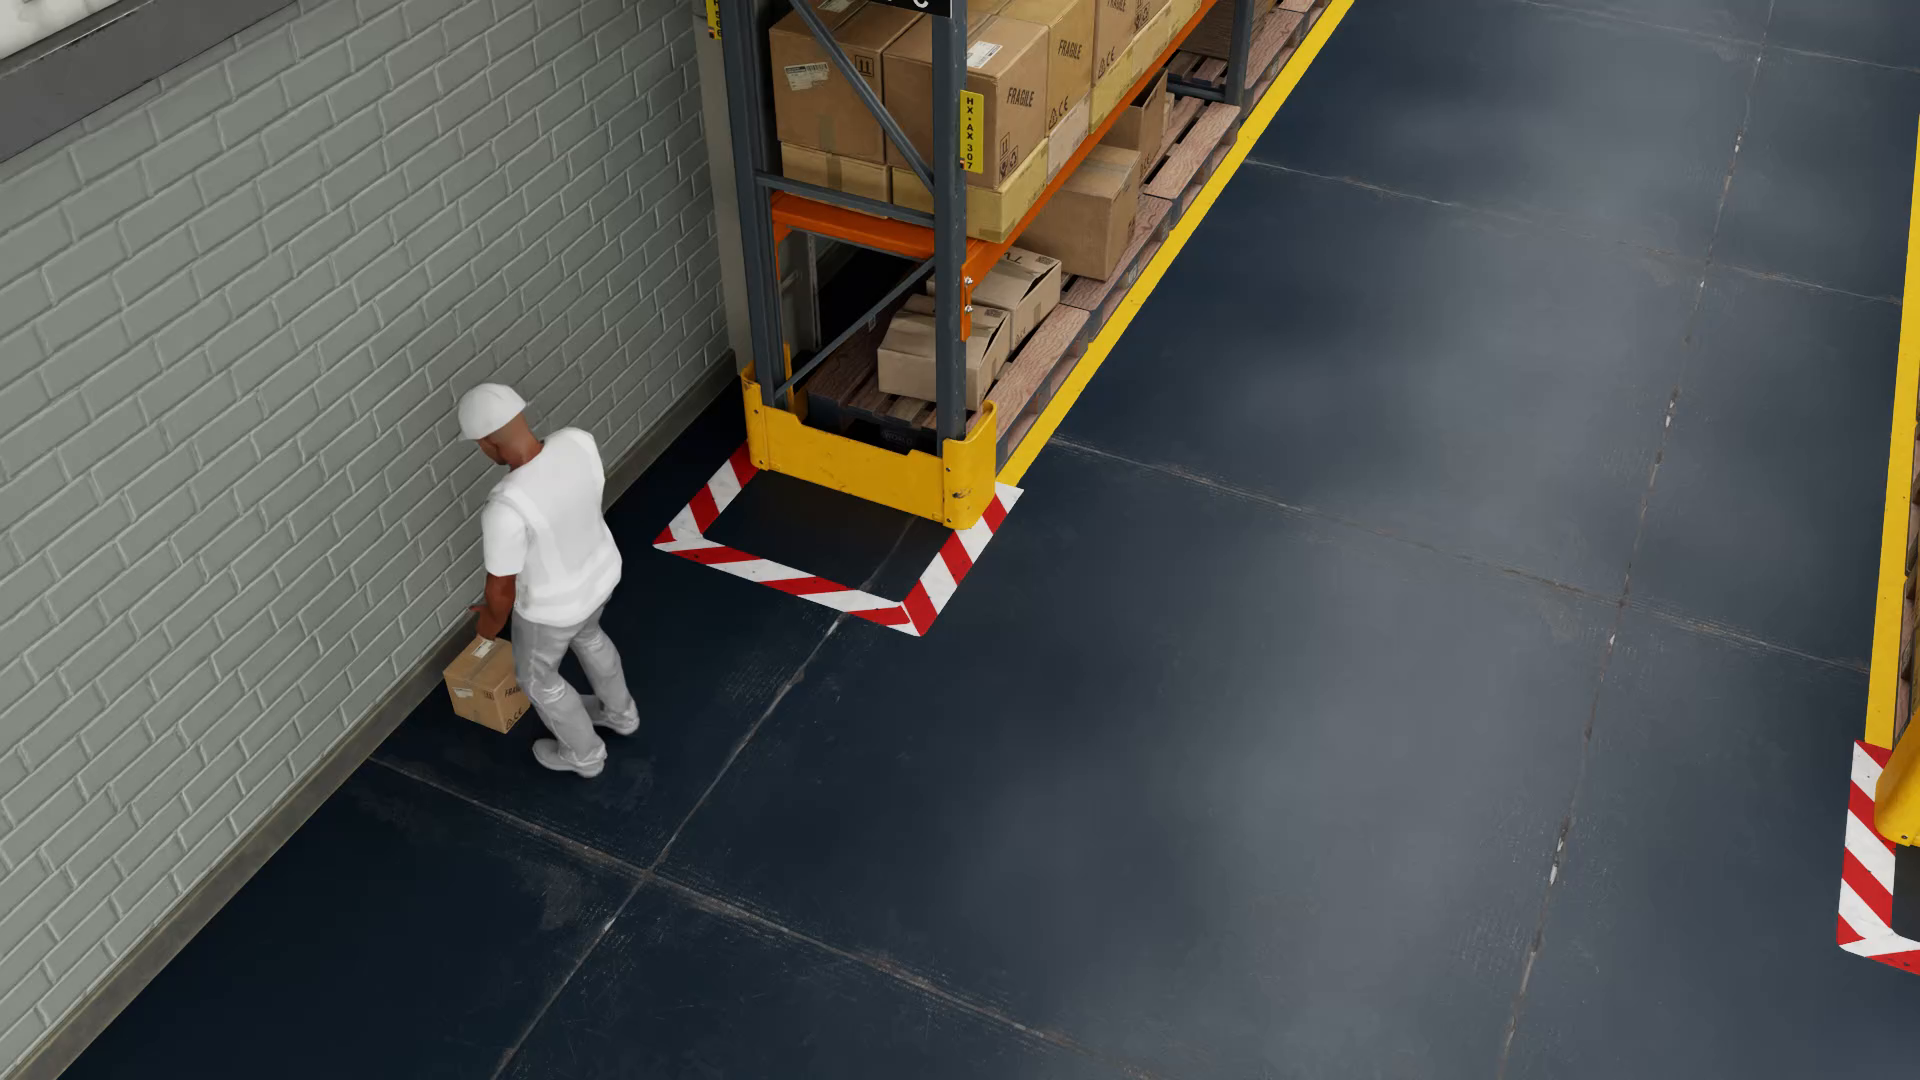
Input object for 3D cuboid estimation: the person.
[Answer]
[{"bbox_3d":[-1.494,0.192,6.015,0.554,1.651,0.610,18,45,19],"label":"person"}]
